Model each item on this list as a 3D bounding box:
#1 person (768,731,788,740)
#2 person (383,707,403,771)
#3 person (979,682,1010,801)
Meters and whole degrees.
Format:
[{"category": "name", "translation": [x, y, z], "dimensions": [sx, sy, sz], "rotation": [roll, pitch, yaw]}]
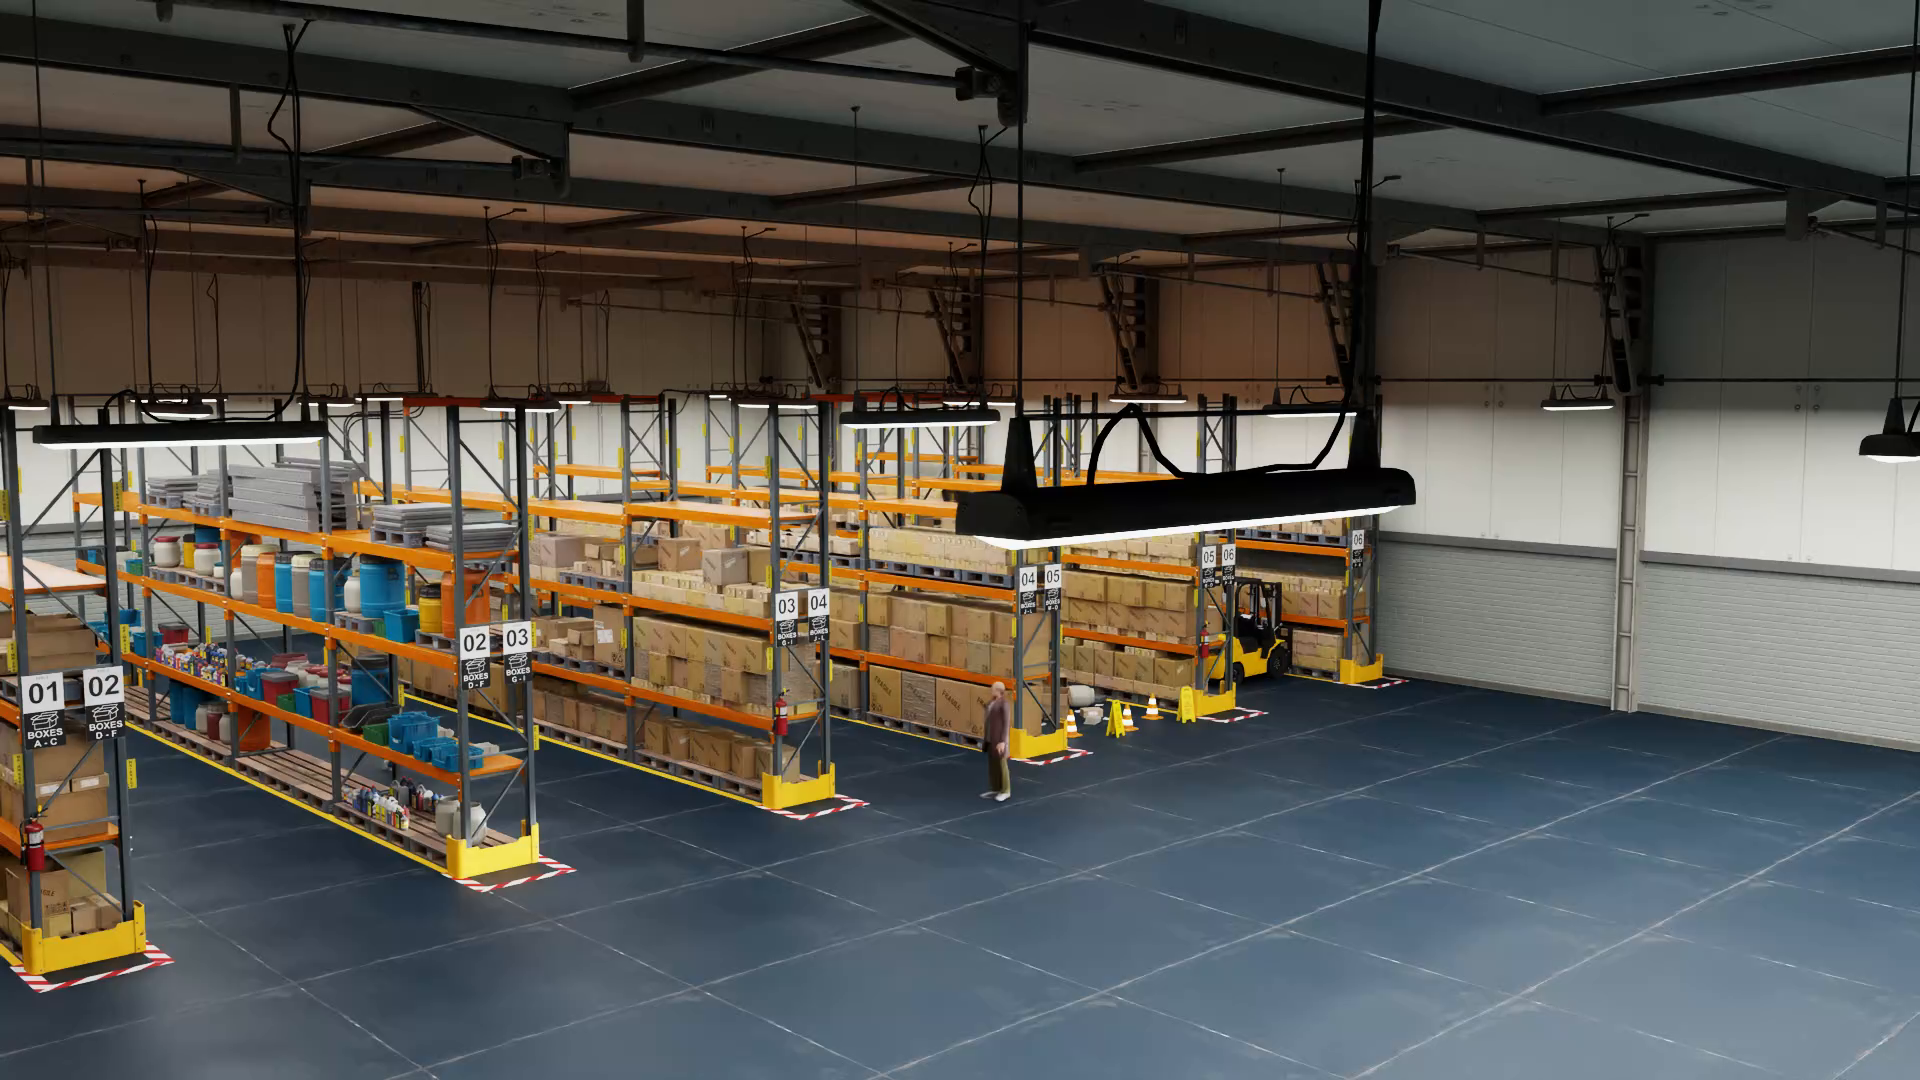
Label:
[{"category": "person", "translation": [-3.250, 2.608, 29.435], "dimensions": [0.398, 1.783, 0.681], "rotation": [-2, 6, -19]}, {"category": "person", "translation": [-9.193, 2.936, 26.873], "dimensions": [0.455, 1.618, 0.446], "rotation": [0, 6, -3]}, {"category": "person", "translation": [0.574, 3.029, 25.058], "dimensions": [0.398, 1.804, 0.644], "rotation": [-3, 6, -31]}]
